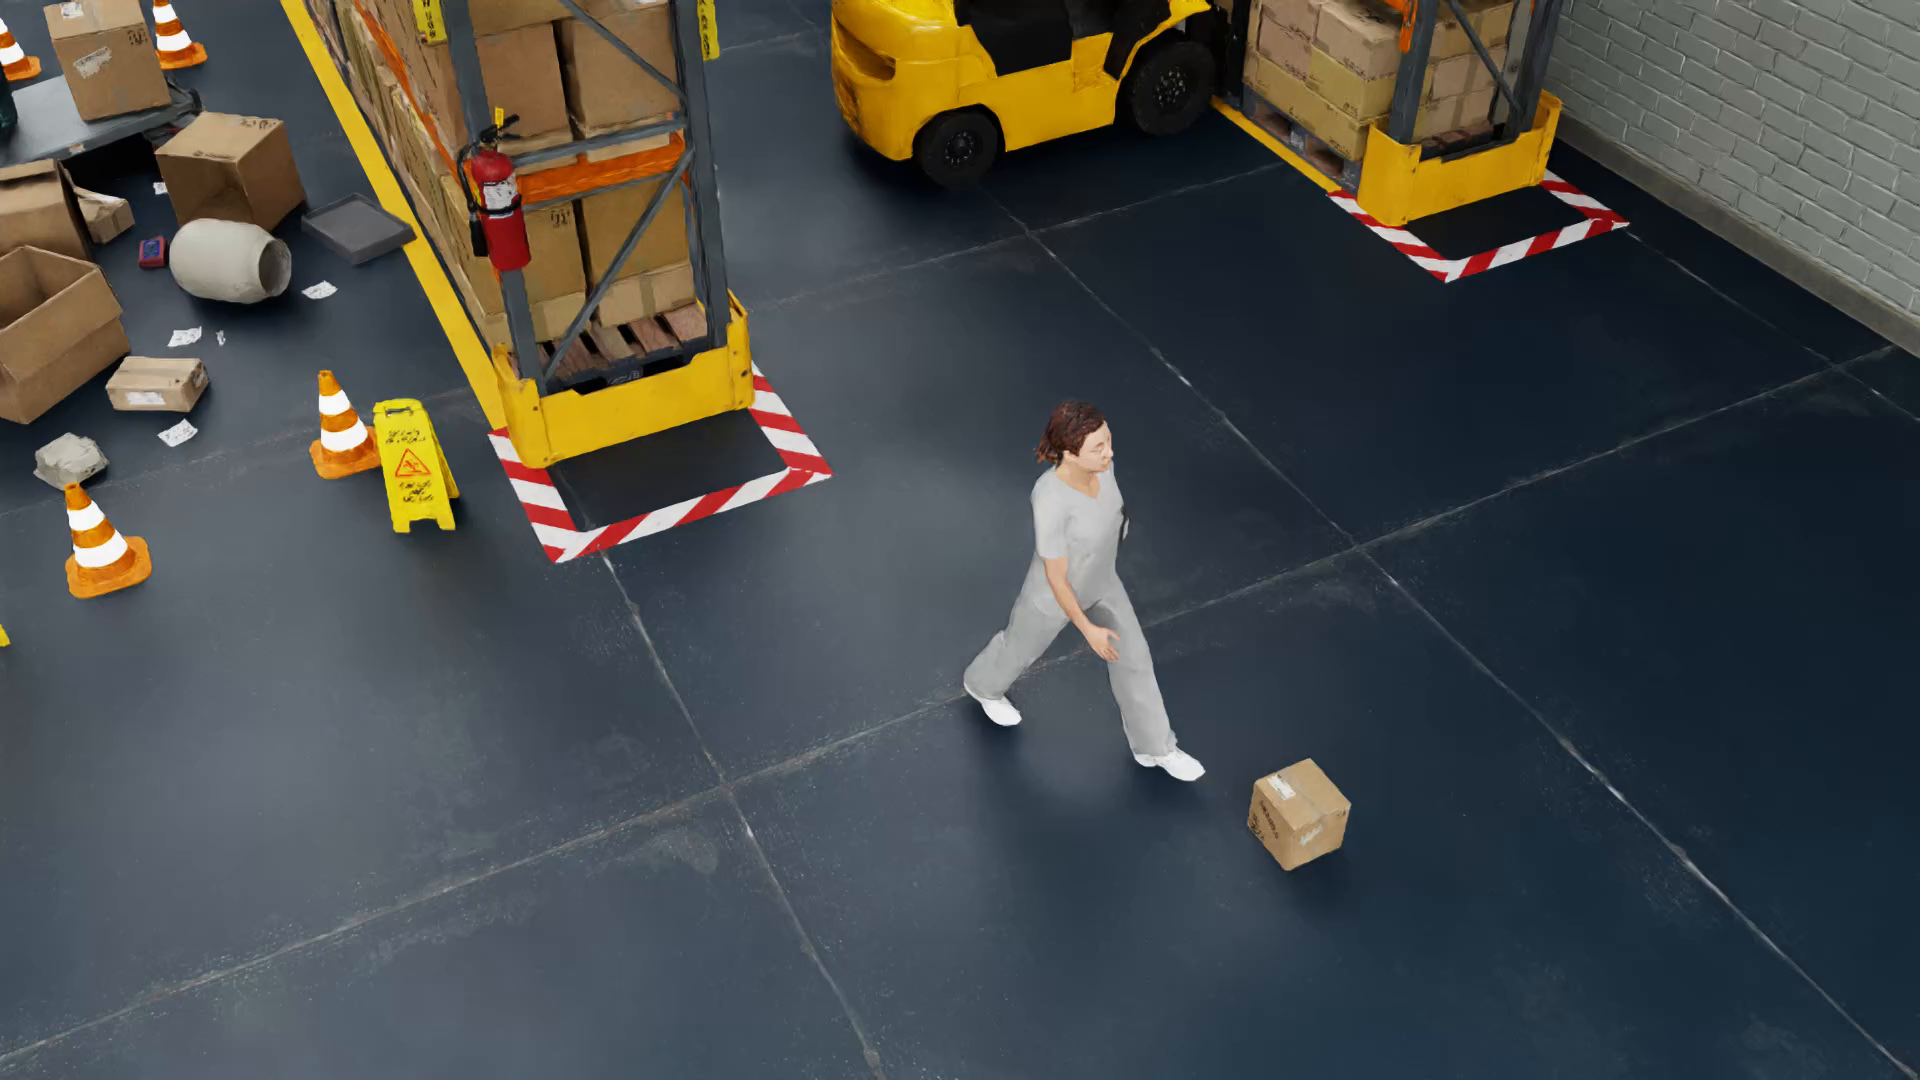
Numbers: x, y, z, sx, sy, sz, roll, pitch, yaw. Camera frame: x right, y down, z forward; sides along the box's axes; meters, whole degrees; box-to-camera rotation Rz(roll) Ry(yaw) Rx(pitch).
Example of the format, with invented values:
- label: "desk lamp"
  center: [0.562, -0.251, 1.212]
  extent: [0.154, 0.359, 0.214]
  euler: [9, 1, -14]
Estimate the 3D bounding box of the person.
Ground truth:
- label: "person"
  center: [0.446, 0.184, 5.956]
  extent: [1.018, 1.609, 0.474]
  euler: [30, 50, 30]
